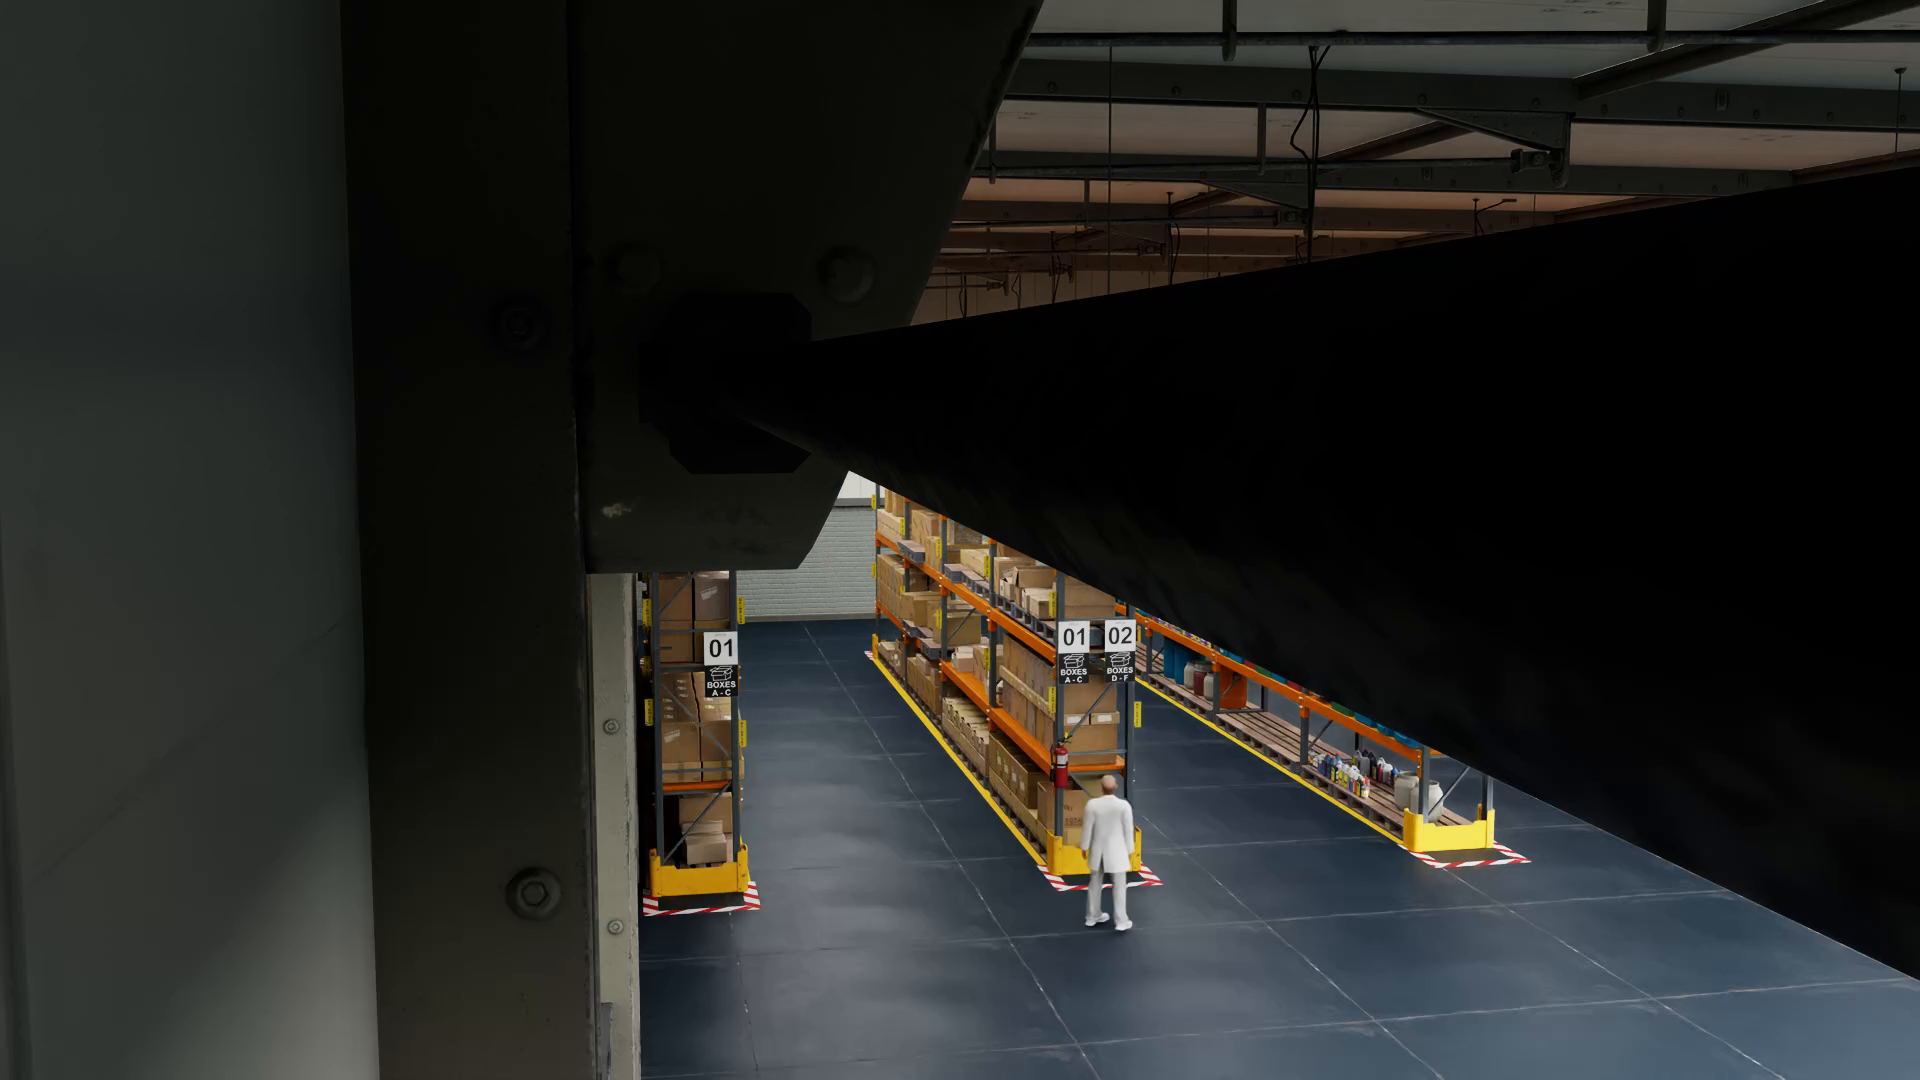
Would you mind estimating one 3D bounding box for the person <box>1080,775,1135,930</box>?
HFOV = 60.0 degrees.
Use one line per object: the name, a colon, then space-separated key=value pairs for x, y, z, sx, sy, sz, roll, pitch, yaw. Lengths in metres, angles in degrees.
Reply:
person: x=1.680 y=3.523 z=18.849 sx=0.602 sy=1.792 sz=0.476 roll=3 pitch=7 yaw=29
